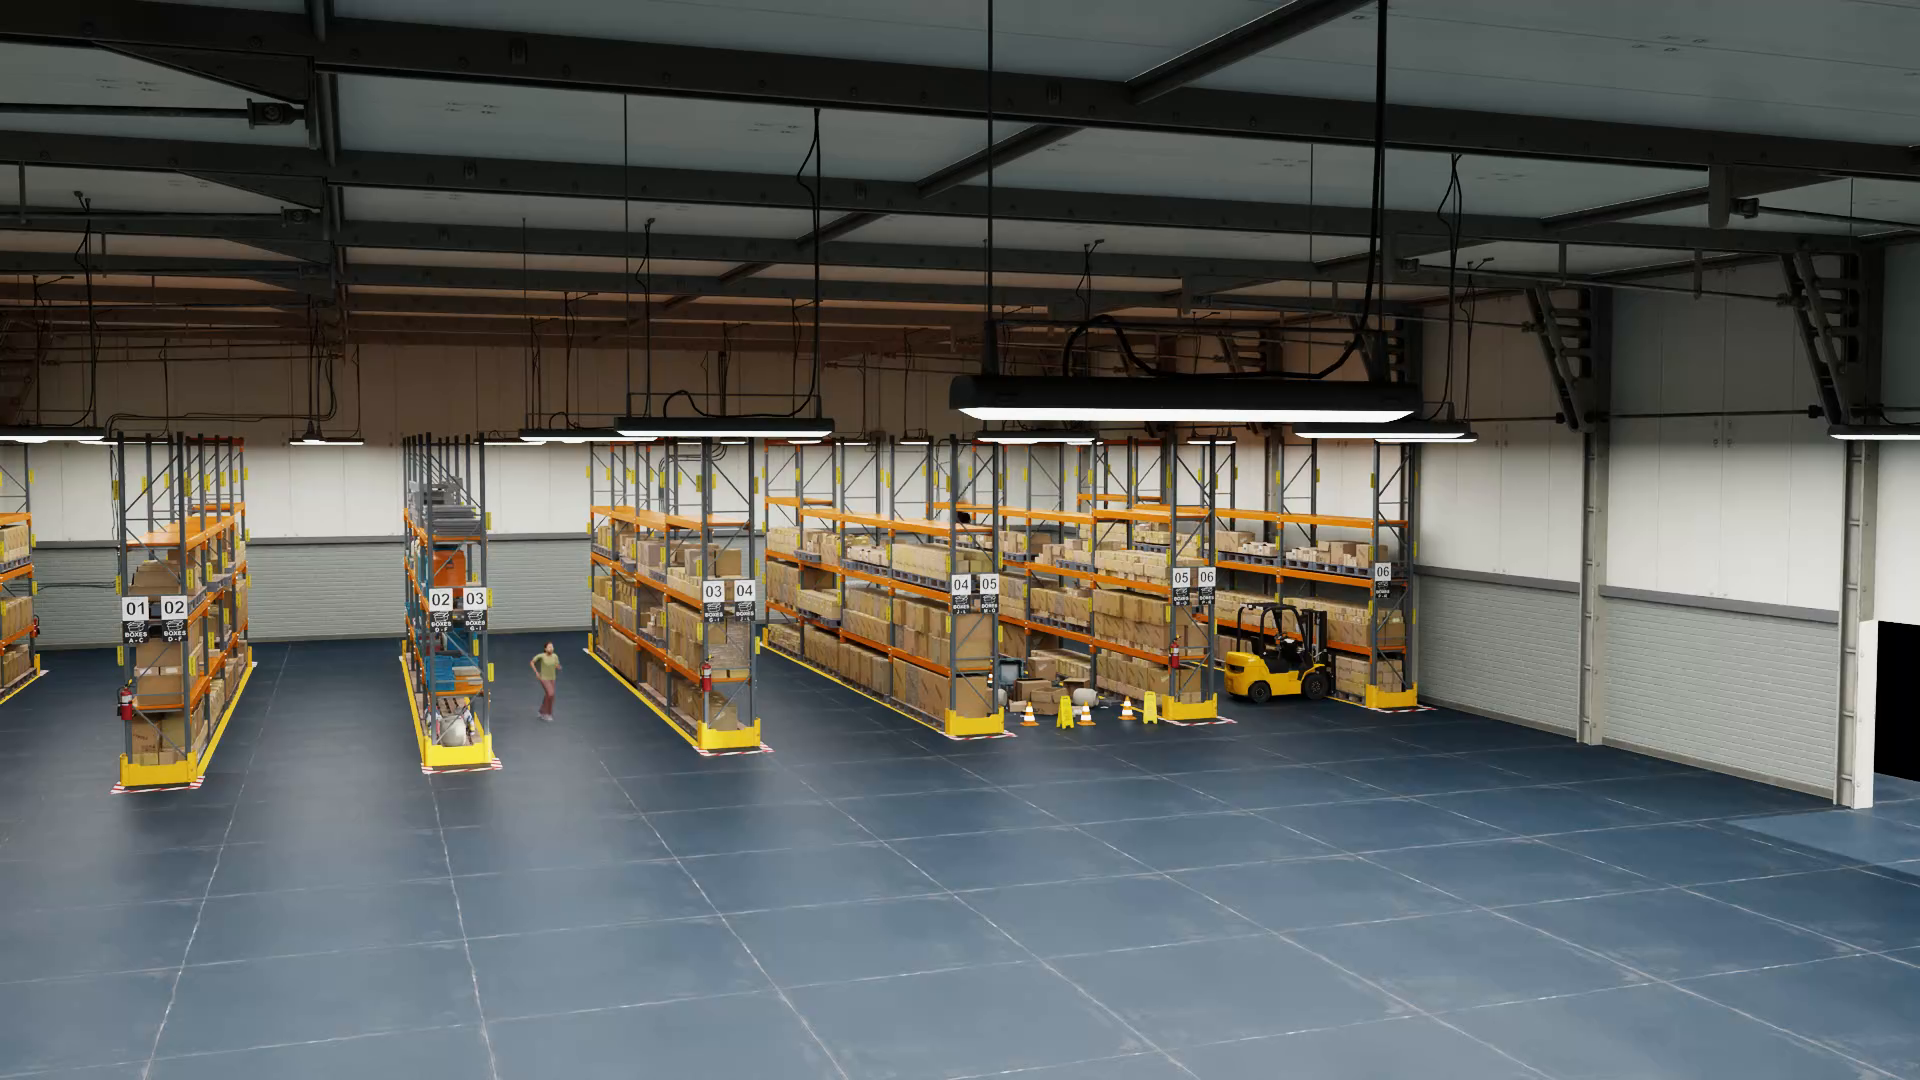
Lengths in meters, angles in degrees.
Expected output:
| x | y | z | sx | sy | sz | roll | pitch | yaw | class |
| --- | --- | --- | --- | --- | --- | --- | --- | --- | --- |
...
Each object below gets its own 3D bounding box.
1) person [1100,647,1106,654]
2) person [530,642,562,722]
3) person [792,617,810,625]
| x | y | z | sx | sy | sz | roll | pitch | yaw | class |
| --- | --- | --- | --- | --- | --- | --- | --- | --- | --- |
| 3.908 | 2.410 | 43.725 | 0.723 | 1.759 | 1.095 | -1 | 3 | -21 | person |
| -8.656 | 2.970 | 34.884 | 0.741 | 1.694 | 0.578 | 3 | 4 | 45 | person |
| -4.780 | 2.118 | 49.747 | 0.655 | 1.725 | 0.696 | -1 | 3 | -23 | person |
